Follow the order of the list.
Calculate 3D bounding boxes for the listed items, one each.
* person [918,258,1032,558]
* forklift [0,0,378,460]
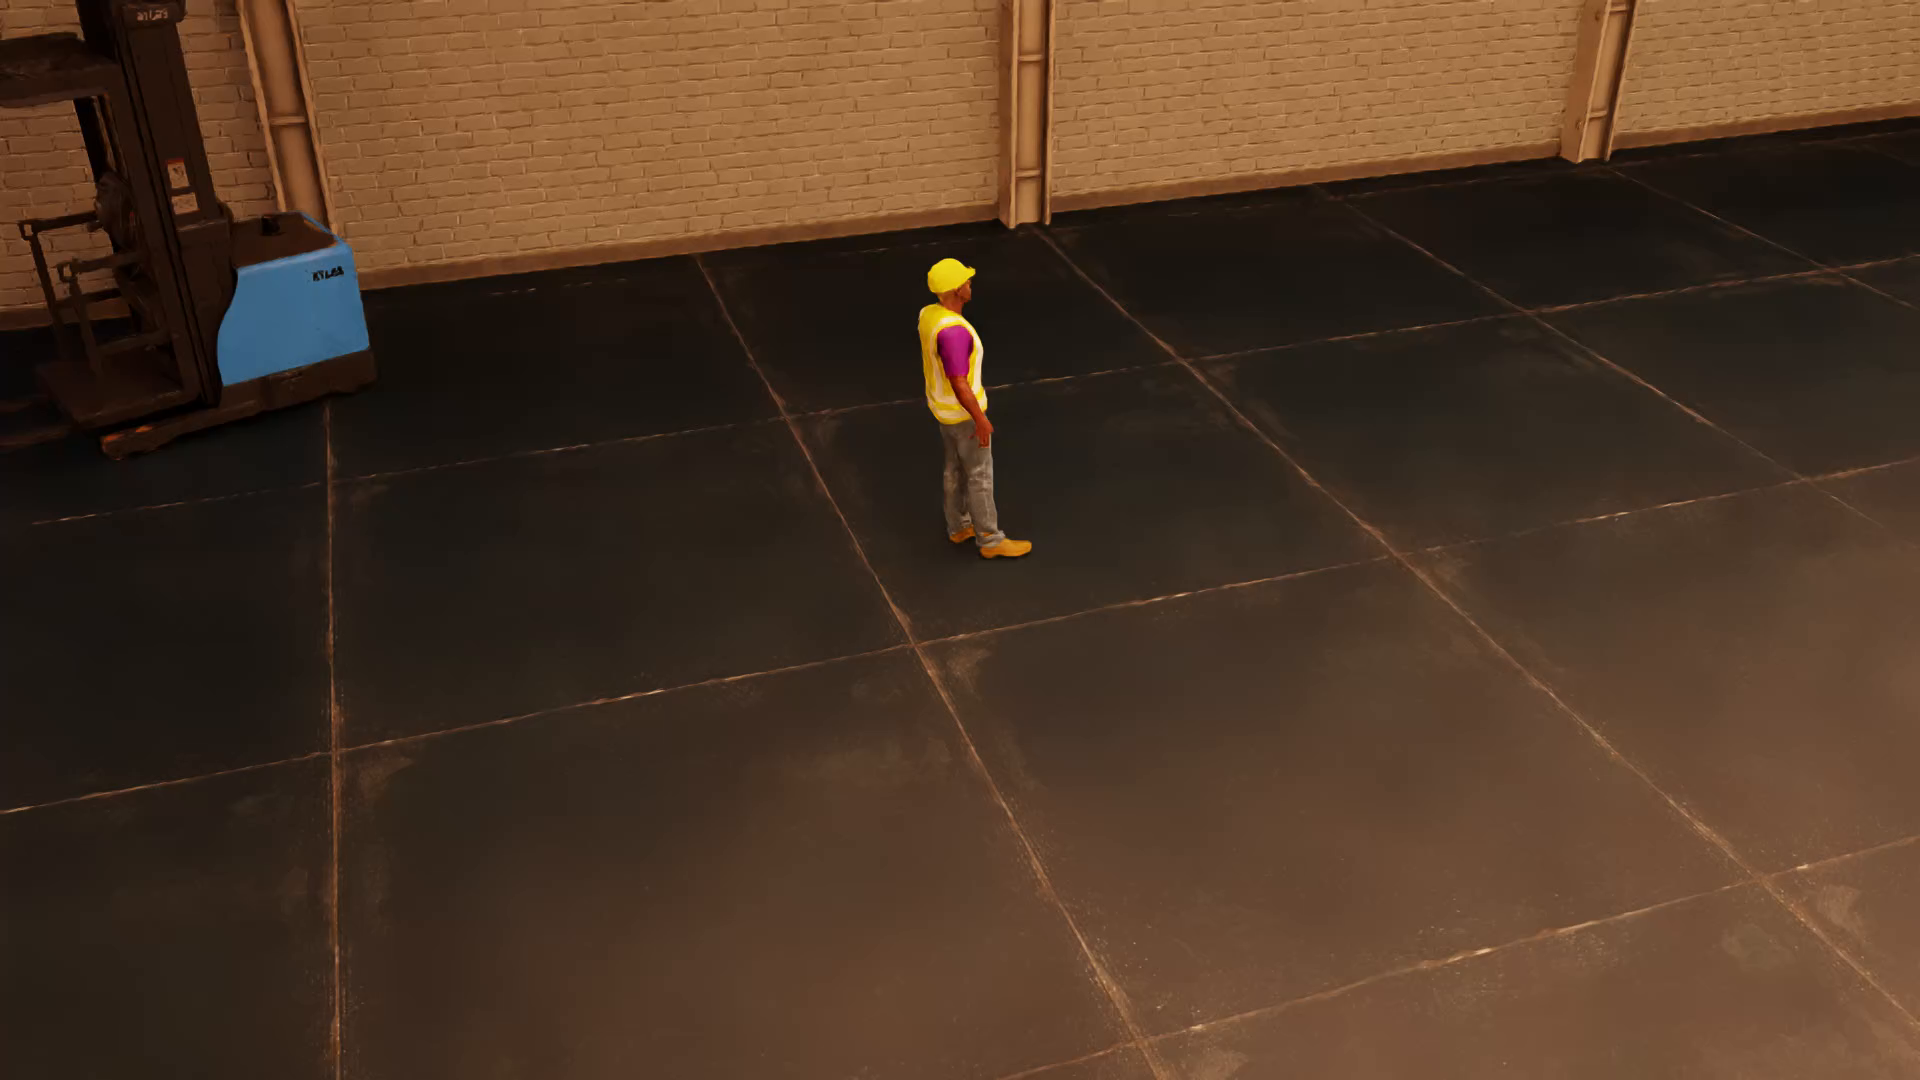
[{"bbox_3d":[0.068,-0.780,9.597,0.576,1.766,0.665,-10,31,-16],"label":"person"},{"bbox_3d":[-5.636,-2.096,10.730,3.031,2.935,1.130,-22,36,-33],"label":"forklift"}]
